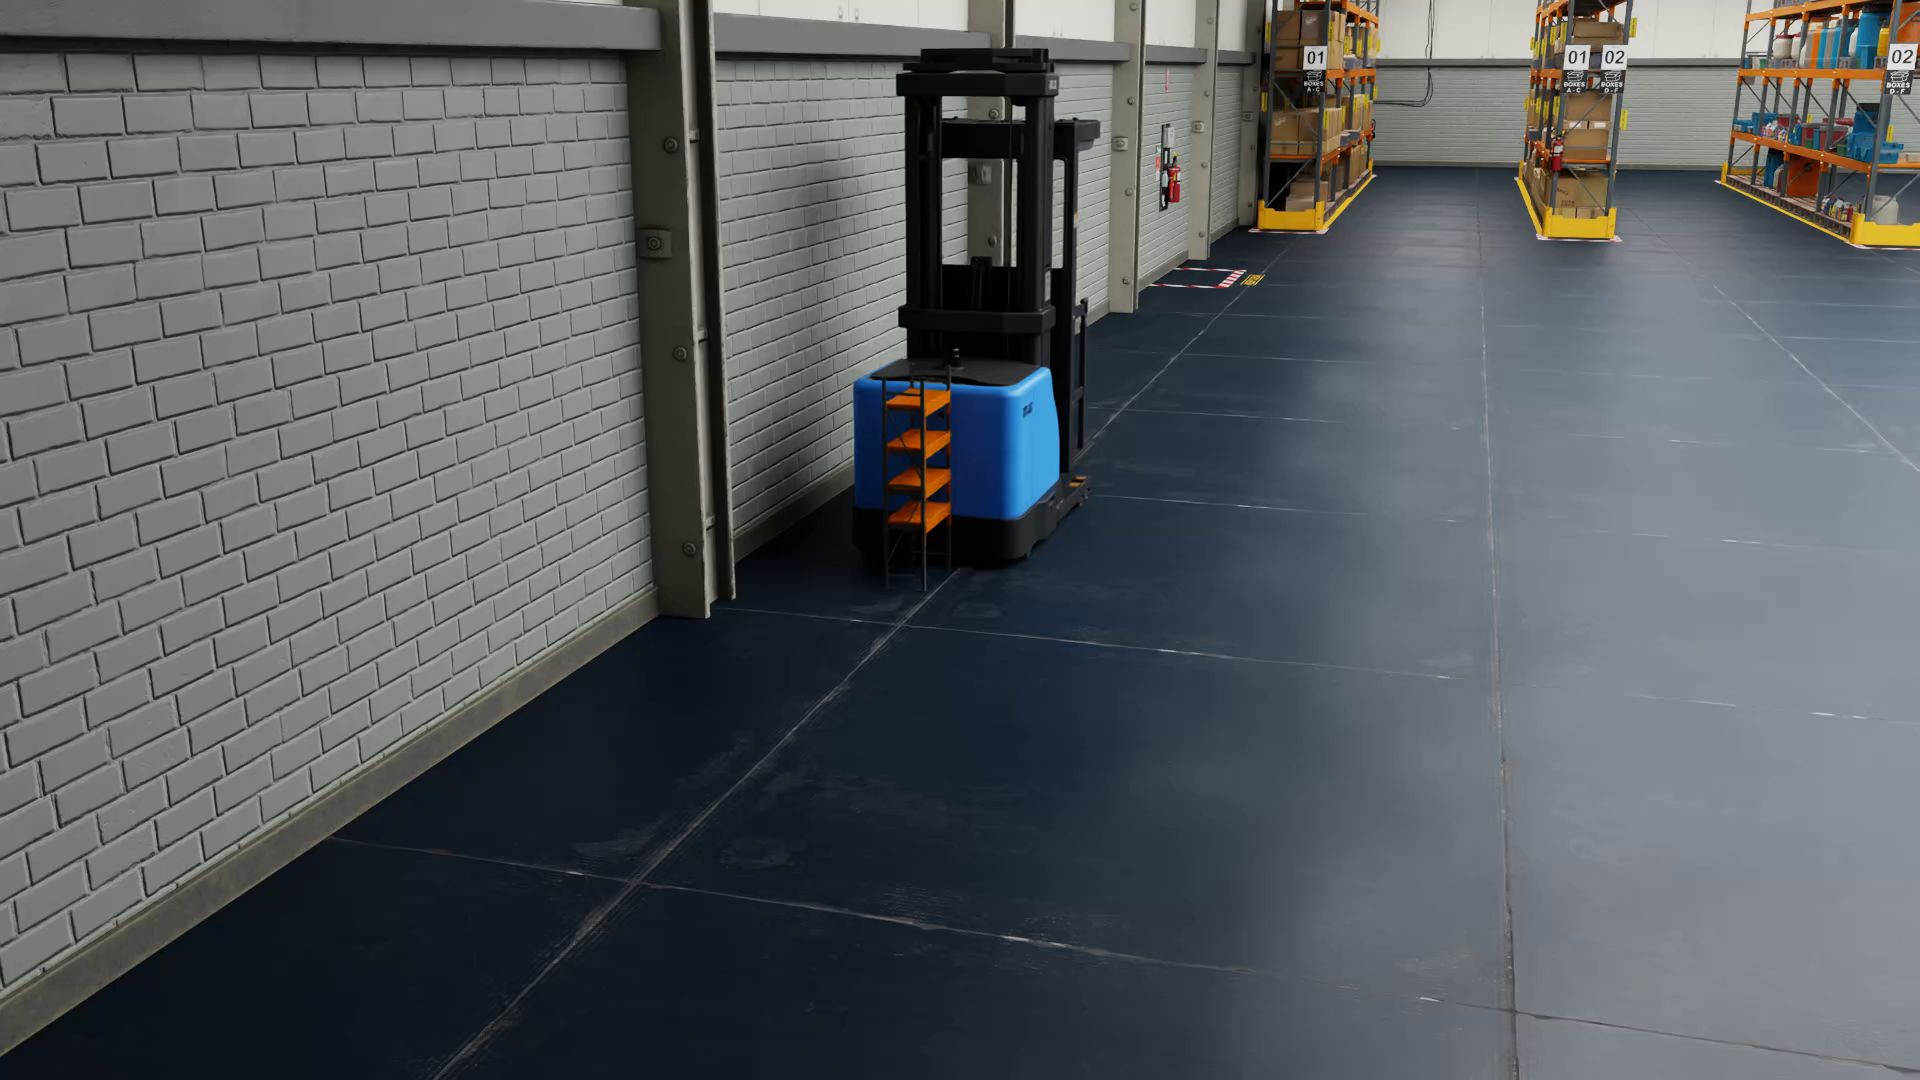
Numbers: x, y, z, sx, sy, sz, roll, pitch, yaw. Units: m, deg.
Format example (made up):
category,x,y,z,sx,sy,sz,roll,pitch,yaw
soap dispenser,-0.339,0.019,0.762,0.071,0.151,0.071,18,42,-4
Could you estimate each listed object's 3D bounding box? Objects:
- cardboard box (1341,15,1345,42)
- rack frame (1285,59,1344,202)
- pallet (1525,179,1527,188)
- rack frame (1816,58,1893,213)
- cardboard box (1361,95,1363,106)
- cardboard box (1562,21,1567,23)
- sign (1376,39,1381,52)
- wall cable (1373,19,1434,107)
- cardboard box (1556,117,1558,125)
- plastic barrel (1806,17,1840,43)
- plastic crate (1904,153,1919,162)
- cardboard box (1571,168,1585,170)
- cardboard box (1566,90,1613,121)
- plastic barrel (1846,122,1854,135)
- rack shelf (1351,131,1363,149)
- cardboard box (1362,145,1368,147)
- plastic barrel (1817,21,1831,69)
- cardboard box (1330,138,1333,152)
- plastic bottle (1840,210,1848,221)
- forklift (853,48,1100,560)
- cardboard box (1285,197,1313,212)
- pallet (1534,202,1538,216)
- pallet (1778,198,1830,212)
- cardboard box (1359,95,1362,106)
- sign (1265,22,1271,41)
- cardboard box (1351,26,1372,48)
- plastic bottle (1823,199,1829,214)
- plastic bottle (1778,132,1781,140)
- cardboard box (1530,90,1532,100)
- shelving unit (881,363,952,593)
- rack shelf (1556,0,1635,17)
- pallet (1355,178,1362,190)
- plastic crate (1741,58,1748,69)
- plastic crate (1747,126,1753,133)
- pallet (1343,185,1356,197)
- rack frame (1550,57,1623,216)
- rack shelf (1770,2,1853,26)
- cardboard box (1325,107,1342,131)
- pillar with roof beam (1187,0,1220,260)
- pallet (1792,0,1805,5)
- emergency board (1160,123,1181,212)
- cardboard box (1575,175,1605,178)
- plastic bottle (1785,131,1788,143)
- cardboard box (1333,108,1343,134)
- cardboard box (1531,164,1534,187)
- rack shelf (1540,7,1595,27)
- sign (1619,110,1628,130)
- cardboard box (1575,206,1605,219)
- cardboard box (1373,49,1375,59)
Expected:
category,x,y,z,sx,sy,sz,roll,pitch,yaw
cardboard box,7.115,-9.848,32.003,0.500,0.500,0.500,6,17,19
rack frame,7.144,-8.163,33.613,1.000,3.000,0.127,5,16,16
pallet,14.364,-8.711,40.655,1.003,0.211,1.213,5,16,16
rack frame,16.642,-7.395,30.904,1.000,3.000,0.127,5,16,16
cardboard box,9.375,-10.543,39.863,0.500,0.250,0.500,5,17,17
cardboard box,13.161,-10.912,35.793,0.500,0.500,0.500,5,16,16
sign,11.070,-13.088,44.001,0.100,0.325,0.005,5,16,16
wall cable,12.504,-14.147,49.406,3.097,2.526,0.112,5,16,16
cardboard box,11.343,-7.818,31.022,0.380,0.149,0.250,4,16,14
plastic barrel,17.943,-10.441,34.591,0.600,0.830,0.708,5,16,16
plastic crate,16.068,-6.431,27.988,0.298,0.136,0.250,5,16,16
cardboard box,13.118,-7.819,35.642,0.500,0.311,0.500,5,17,17
cardboard box,10.918,-7.541,28.857,0.700,0.500,0.500,5,16,16
plastic barrel,17.125,-7.694,31.708,0.433,0.535,0.433,0,16,0
rack shelf,8.849,-9.387,39.245,1.077,0.370,4.000,5,16,16
cardboard box,10.589,-10.376,44.035,0.380,0.149,0.250,4,16,15
plastic barrel,16.951,-9.571,32.161,0.600,0.901,0.708,5,16,16
cardboard box,6.735,-7.427,31.255,0.500,0.250,0.500,4,16,15
plastic bottle,15.607,-5.728,29.350,0.097,0.201,0.097,0,16,0
forklift,0.267,-1.656,10.795,1.130,2.935,3.031,5,16,16
cardboard box,6.290,-6.209,30.843,0.500,0.311,0.500,3,16,10
pallet,12.066,-6.634,33.332,1.003,0.211,1.213,5,16,16
pallet,17.522,-6.900,34.270,1.003,0.211,1.213,5,16,16
cardboard box,9.230,-10.409,39.392,0.500,0.250,0.500,5,17,17
sign,5.481,-9.034,29.563,0.100,0.325,0.005,5,16,16
cardboard box,9.889,-12.403,41.010,0.500,0.500,0.500,4,16,15
plastic bottle,16.066,-6.160,30.736,0.152,0.276,0.135,5,17,18
plastic bottle,17.795,-8.752,36.053,0.097,0.201,0.097,0,16,0
cardboard box,14.637,-11.085,41.899,0.500,0.500,0.500,5,17,17
shelving unit,-0.239,-0.357,9.390,0.258,1.200,0.503,5,16,16
rack shelf,11.326,-9.604,29.751,1.077,0.370,4.000,5,16,16
pallet,9.270,-8.707,40.640,1.003,0.211,1.213,5,16,16
plastic crate,19.676,-11.835,41.302,0.497,0.269,0.590,5,16,16
plastic crate,19.122,-9.869,39.999,0.293,0.136,0.466,5,16,16
pallet,8.577,-8.069,38.389,1.003,0.211,1.213,5,16,16
rack frame,10.758,-6.734,28.572,1.000,3.000,0.127,5,16,16
rack shelf,18.347,-11.312,35.772,1.077,0.370,4.000,5,16,16
cardboard box,7.824,-9.018,35.637,0.700,0.500,0.500,5,16,16
pillar with roof beam,7.799,-8.349,23.275,9.100,9.000,0.400,5,16,16
pallet,18.014,-11.231,34.512,1.213,0.211,1.003,5,16,16
emergency board,2.933,-5.154,23.002,0.194,1.169,0.643,5,16,16
cardboard box,11.393,-6.359,30.148,0.500,0.500,0.500,5,16,16
plastic bottle,17.485,-8.524,35.099,0.061,0.283,0.133,5,16,16
cardboard box,7.306,-8.314,33.007,0.500,0.500,0.500,5,16,16
cardboard box,13.219,-8.234,37.636,0.500,0.500,0.500,4,16,14
rack shelf,13.599,-11.697,37.130,1.077,0.370,4.000,5,16,16
sign,11.288,-7.144,28.286,0.100,0.325,0.005,5,16,16
cardboard box,11.123,-5.736,29.324,0.500,0.250,0.500,5,16,16
cardboard box,10.454,-12.575,42.993,0.500,0.250,0.500,4,16,14
